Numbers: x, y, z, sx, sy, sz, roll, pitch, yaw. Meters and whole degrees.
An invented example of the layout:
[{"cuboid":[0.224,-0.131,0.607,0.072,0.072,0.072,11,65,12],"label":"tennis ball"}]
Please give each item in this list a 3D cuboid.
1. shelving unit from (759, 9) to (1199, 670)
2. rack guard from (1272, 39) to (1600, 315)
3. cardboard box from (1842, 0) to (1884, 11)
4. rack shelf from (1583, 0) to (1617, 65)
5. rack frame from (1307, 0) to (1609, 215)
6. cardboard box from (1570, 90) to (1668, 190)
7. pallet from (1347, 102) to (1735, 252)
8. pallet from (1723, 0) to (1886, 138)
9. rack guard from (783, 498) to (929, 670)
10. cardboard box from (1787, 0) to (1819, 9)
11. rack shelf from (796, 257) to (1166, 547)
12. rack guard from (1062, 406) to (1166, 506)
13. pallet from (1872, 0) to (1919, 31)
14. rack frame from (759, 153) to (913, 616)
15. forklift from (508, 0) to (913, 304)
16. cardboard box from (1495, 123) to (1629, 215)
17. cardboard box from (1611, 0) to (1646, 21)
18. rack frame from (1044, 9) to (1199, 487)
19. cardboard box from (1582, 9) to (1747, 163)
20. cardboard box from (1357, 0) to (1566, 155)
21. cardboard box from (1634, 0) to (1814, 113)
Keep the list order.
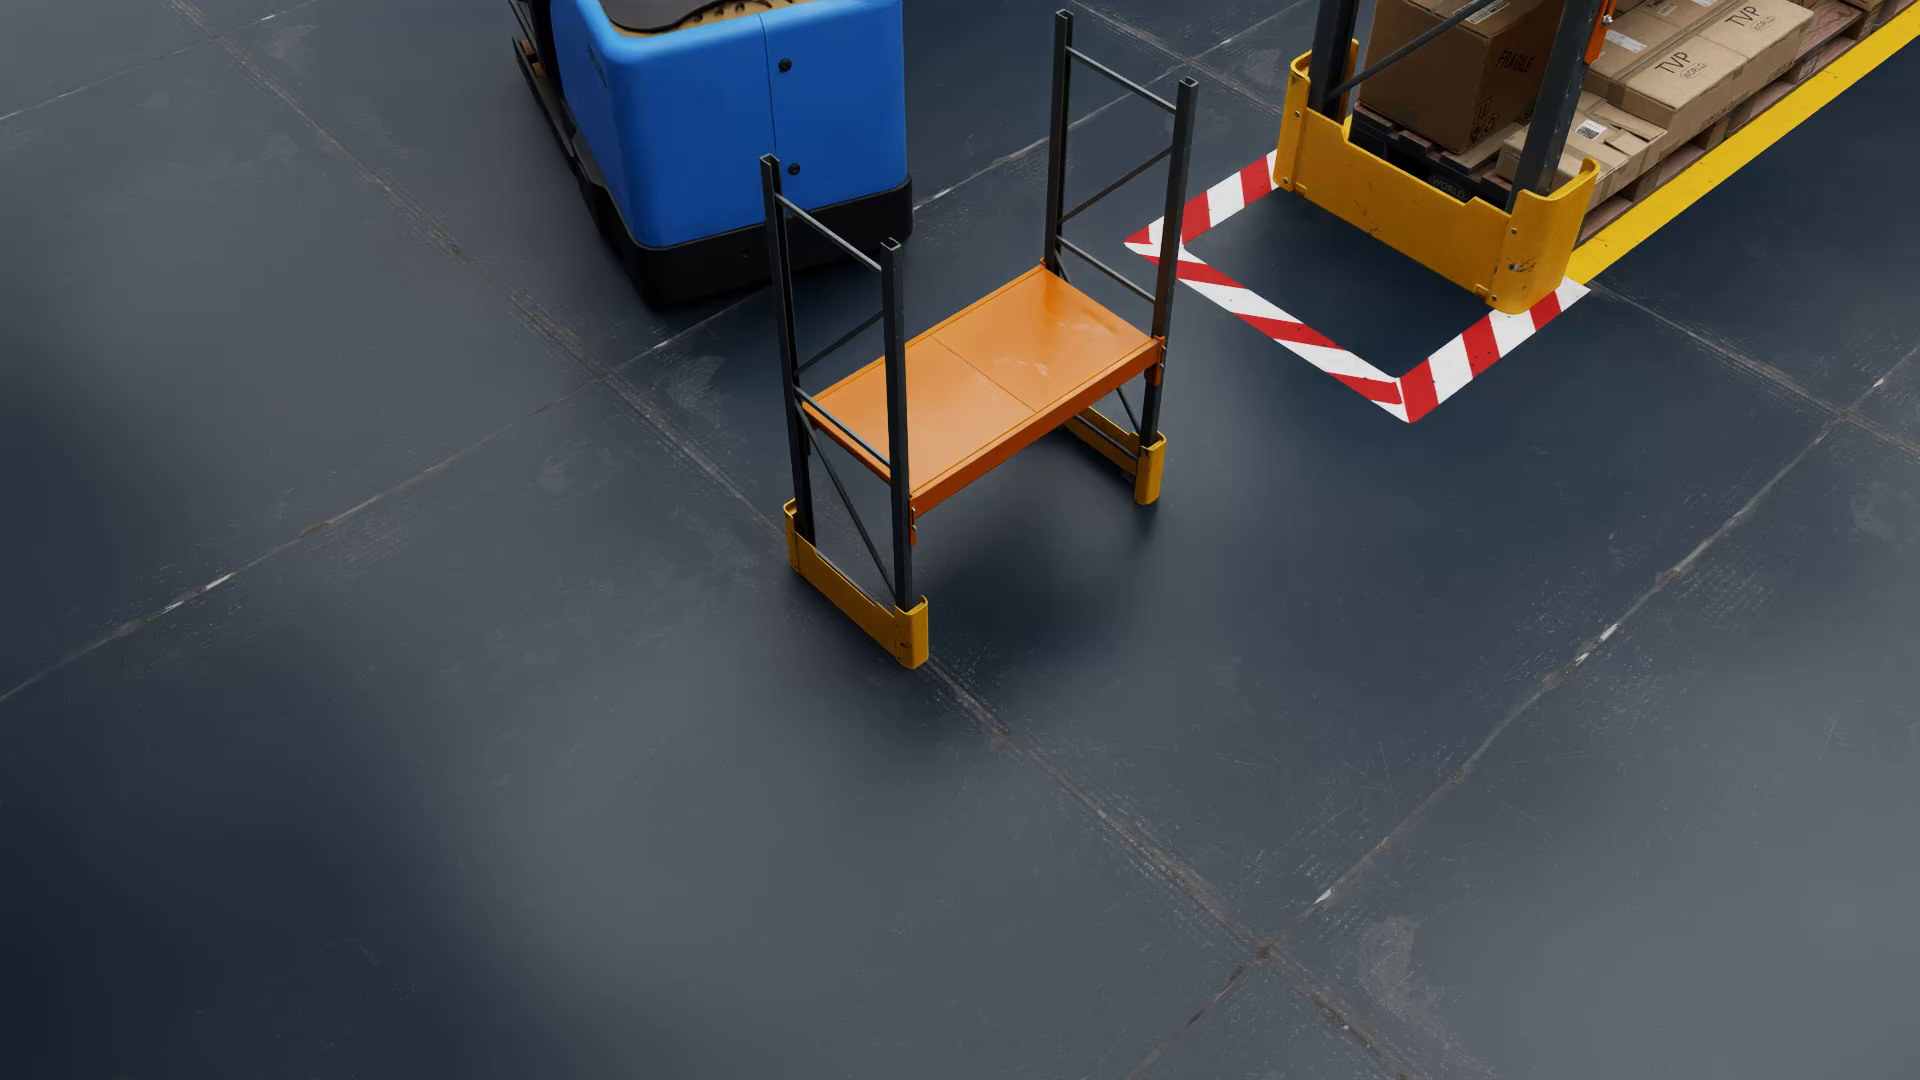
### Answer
[{"cuboid":[0.056,-0.546,4.734,1.083,1.500,0.587,-34,56,-27],"label":"shelving unit"},{"cuboid":[1.727,-1.365,6.170,0.348,0.500,1.175,-34,56,-27],"label":"rack guard"},{"cuboid":[3.845,-2.584,7.123,0.500,0.311,0.500,-34,56,-27],"label":"cardboard box"},{"cuboid":[3.151,-2.920,6.393,4.000,0.370,1.077,-34,56,-27],"label":"rack shelf"},{"cuboid":[1.671,-2.175,5.216,0.127,3.000,1.000,-34,56,-27],"label":"rack frame"},{"cuboid":[2.397,-1.507,6.228,0.250,0.166,0.380,-34,56,-27],"label":"cardboard box"},{"cuboid":[2.316,-1.662,6.640,1.213,0.211,1.003,-34,56,-27],"label":"pallet"},{"cuboid":[3.219,-2.262,7.194,1.213,0.211,1.003,-34,56,-27],"label":"pallet"},{"cuboid":[-0.312,0.124,4.966,0.087,0.250,0.587,-34,56,-27],"label":"rack guard"},{"cuboid":[3.244,-2.524,6.937,0.637,0.503,0.797,-34,56,-27],"label":"cardboard box"},{"cuboid":[0.063,-0.429,4.870,1.000,0.185,0.538,-34,56,-27],"label":"rack shelf"},{"cuboid":[0.425,-0.369,5.420,0.087,0.250,0.587,-34,56,-27],"label":"rack guard"},{"cuboid":[4.122,-2.868,7.753,1.213,0.211,1.003,-34,56,-27],"label":"pallet"},{"cuboid":[-0.313,-0.299,4.506,0.032,1.500,0.500,-34,56,-27],"label":"rack frame"},{"cuboid":[-1.232,-2.935,5.963,1.130,2.935,3.031,-18,50,-16],"label":"forklift"},{"cuboid":[2.212,-1.378,6.121,0.250,0.149,0.380,-34,56,-27],"label":"cardboard box"},{"cuboid":[2.631,-2.248,6.855,0.500,0.250,0.500,-34,56,-27],"label":"cardboard box"},{"cuboid":[0.439,-0.802,4.970,0.032,1.500,0.500,-34,56,-27],"label":"rack frame"},{"cuboid":[2.634,-1.754,6.399,0.500,0.250,0.500,-34,56,-27],"label":"cardboard box"},{"cuboid":[1.907,-1.880,6.345,0.500,0.500,0.500,-34,56,-27],"label":"cardboard box"},{"cuboid":[3.004,-2.001,6.627,0.500,0.250,0.500,-34,56,-27],"label":"cardboard box"}]
